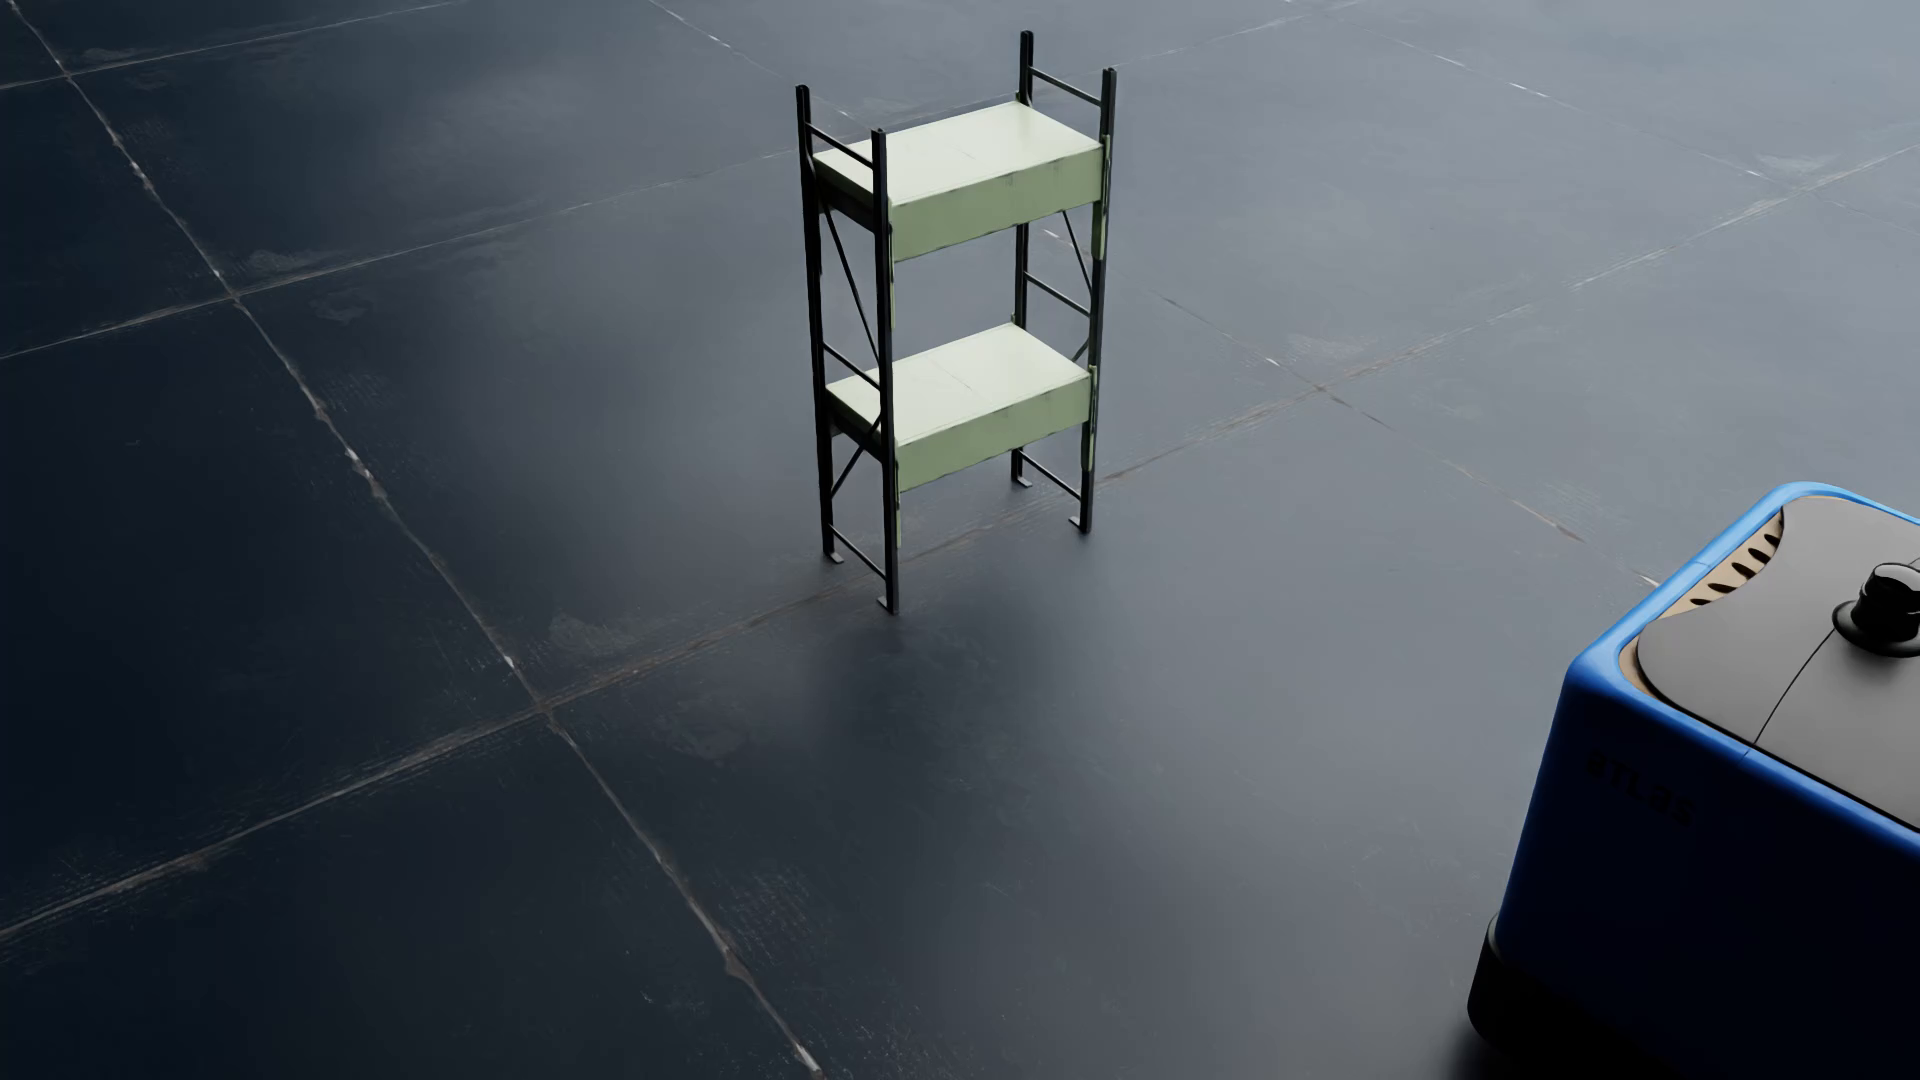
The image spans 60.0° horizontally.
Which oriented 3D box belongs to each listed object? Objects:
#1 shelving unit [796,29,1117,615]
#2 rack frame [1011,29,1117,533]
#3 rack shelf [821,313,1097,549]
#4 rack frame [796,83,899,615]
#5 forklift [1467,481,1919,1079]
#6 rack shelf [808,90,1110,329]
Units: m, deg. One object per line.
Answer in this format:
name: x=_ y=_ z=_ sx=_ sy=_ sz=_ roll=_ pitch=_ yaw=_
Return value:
shelving unit: x=-0.005 y=-0.607 z=4.809 sx=0.755 sy=1.500 sz=0.431 roll=-22 pitch=41 yaw=-28
rack frame: x=0.294 y=-0.730 z=4.980 sx=0.023 sy=1.500 sz=0.400 roll=-22 pitch=41 yaw=-28
rack shelf: x=-0.005 y=-0.342 z=4.999 sx=0.720 sy=0.370 sz=0.431 roll=-22 pitch=41 yaw=-28
rack frame: x=-0.305 y=-0.484 z=4.638 sx=0.023 sy=1.500 sz=0.400 roll=-22 pitch=41 yaw=-28
forklift: x=2.500 y=0.347 z=2.257 sx=1.130 sy=2.935 sz=3.031 roll=-29 pitch=45 yaw=-34
rack shelf: x=-0.005 y=-0.923 z=4.581 sx=0.720 sy=0.370 sz=0.431 roll=-22 pitch=41 yaw=-28
